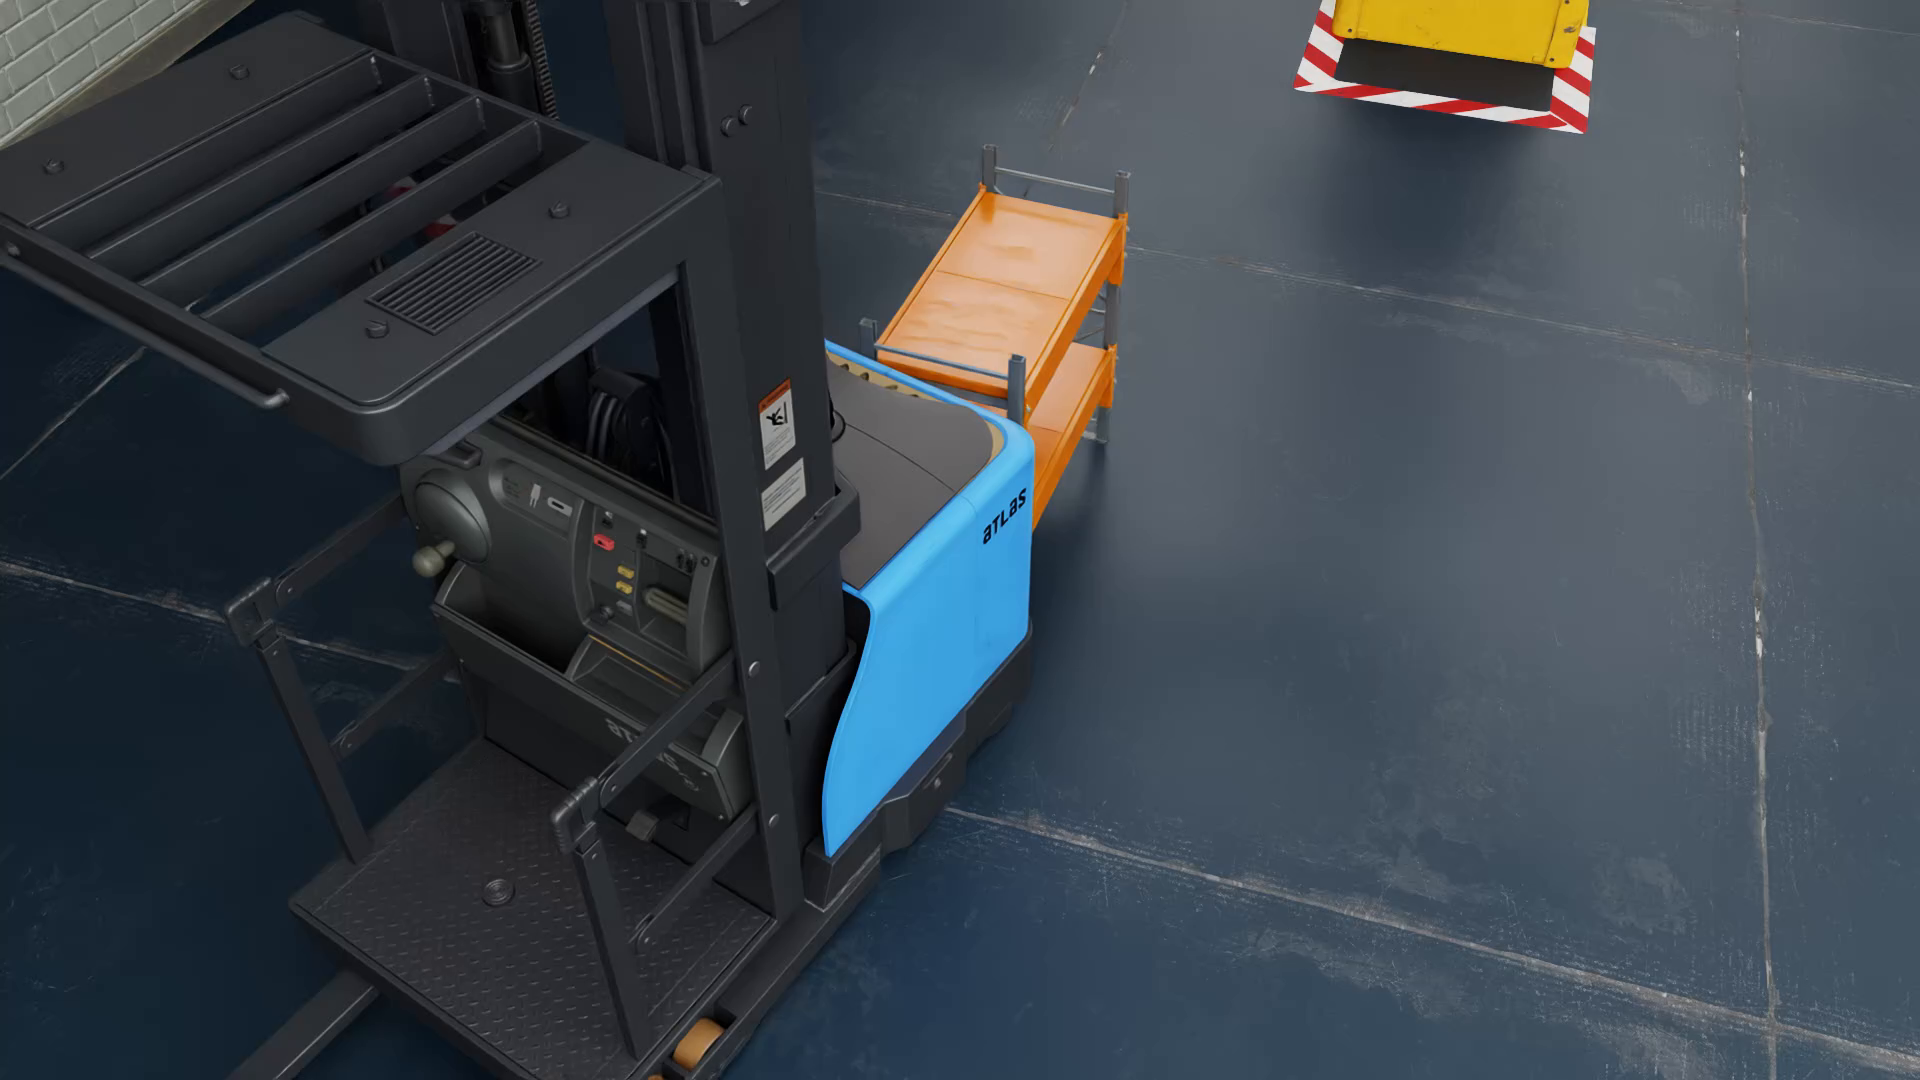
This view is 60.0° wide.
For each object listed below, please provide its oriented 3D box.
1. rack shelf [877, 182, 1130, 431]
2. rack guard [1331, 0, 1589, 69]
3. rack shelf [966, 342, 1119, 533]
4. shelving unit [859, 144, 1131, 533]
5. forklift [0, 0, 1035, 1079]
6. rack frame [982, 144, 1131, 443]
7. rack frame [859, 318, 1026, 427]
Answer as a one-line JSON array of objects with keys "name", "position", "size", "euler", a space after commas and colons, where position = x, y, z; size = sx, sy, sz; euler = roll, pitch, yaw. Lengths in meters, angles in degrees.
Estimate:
[{"name": "rack shelf", "position": [0.130, -0.707, 5.250], "size": [0.538, 0.278, 1.000], "euler": [15, 46, 15]}, {"name": "rack guard", "position": [2.461, -2.700, 8.152], "size": [1.175, 0.500, 0.348], "euler": [13, 46, 13]}, {"name": "rack shelf", "position": [0.130, -0.323, 5.626], "size": [0.538, 0.278, 1.000], "euler": [15, 46, 15]}, {"name": "shelving unit", "position": [0.130, -0.498, 5.455], "size": [0.538, 1.125, 1.048], "euler": [15, 46, 15]}, {"name": "forklift", "position": [-1.025, 0.083, 3.569], "size": [1.130, 2.935, 3.031], "euler": [26, 50, 24]}, {"name": "rack frame", "position": [0.312, -0.830, 5.794], "size": [0.500, 1.125, 0.032], "euler": [15, 46, 15]}, {"name": "rack frame", "position": [-0.052, -0.166, 5.115], "size": [0.500, 1.125, 0.032], "euler": [15, 46, 15]}]
